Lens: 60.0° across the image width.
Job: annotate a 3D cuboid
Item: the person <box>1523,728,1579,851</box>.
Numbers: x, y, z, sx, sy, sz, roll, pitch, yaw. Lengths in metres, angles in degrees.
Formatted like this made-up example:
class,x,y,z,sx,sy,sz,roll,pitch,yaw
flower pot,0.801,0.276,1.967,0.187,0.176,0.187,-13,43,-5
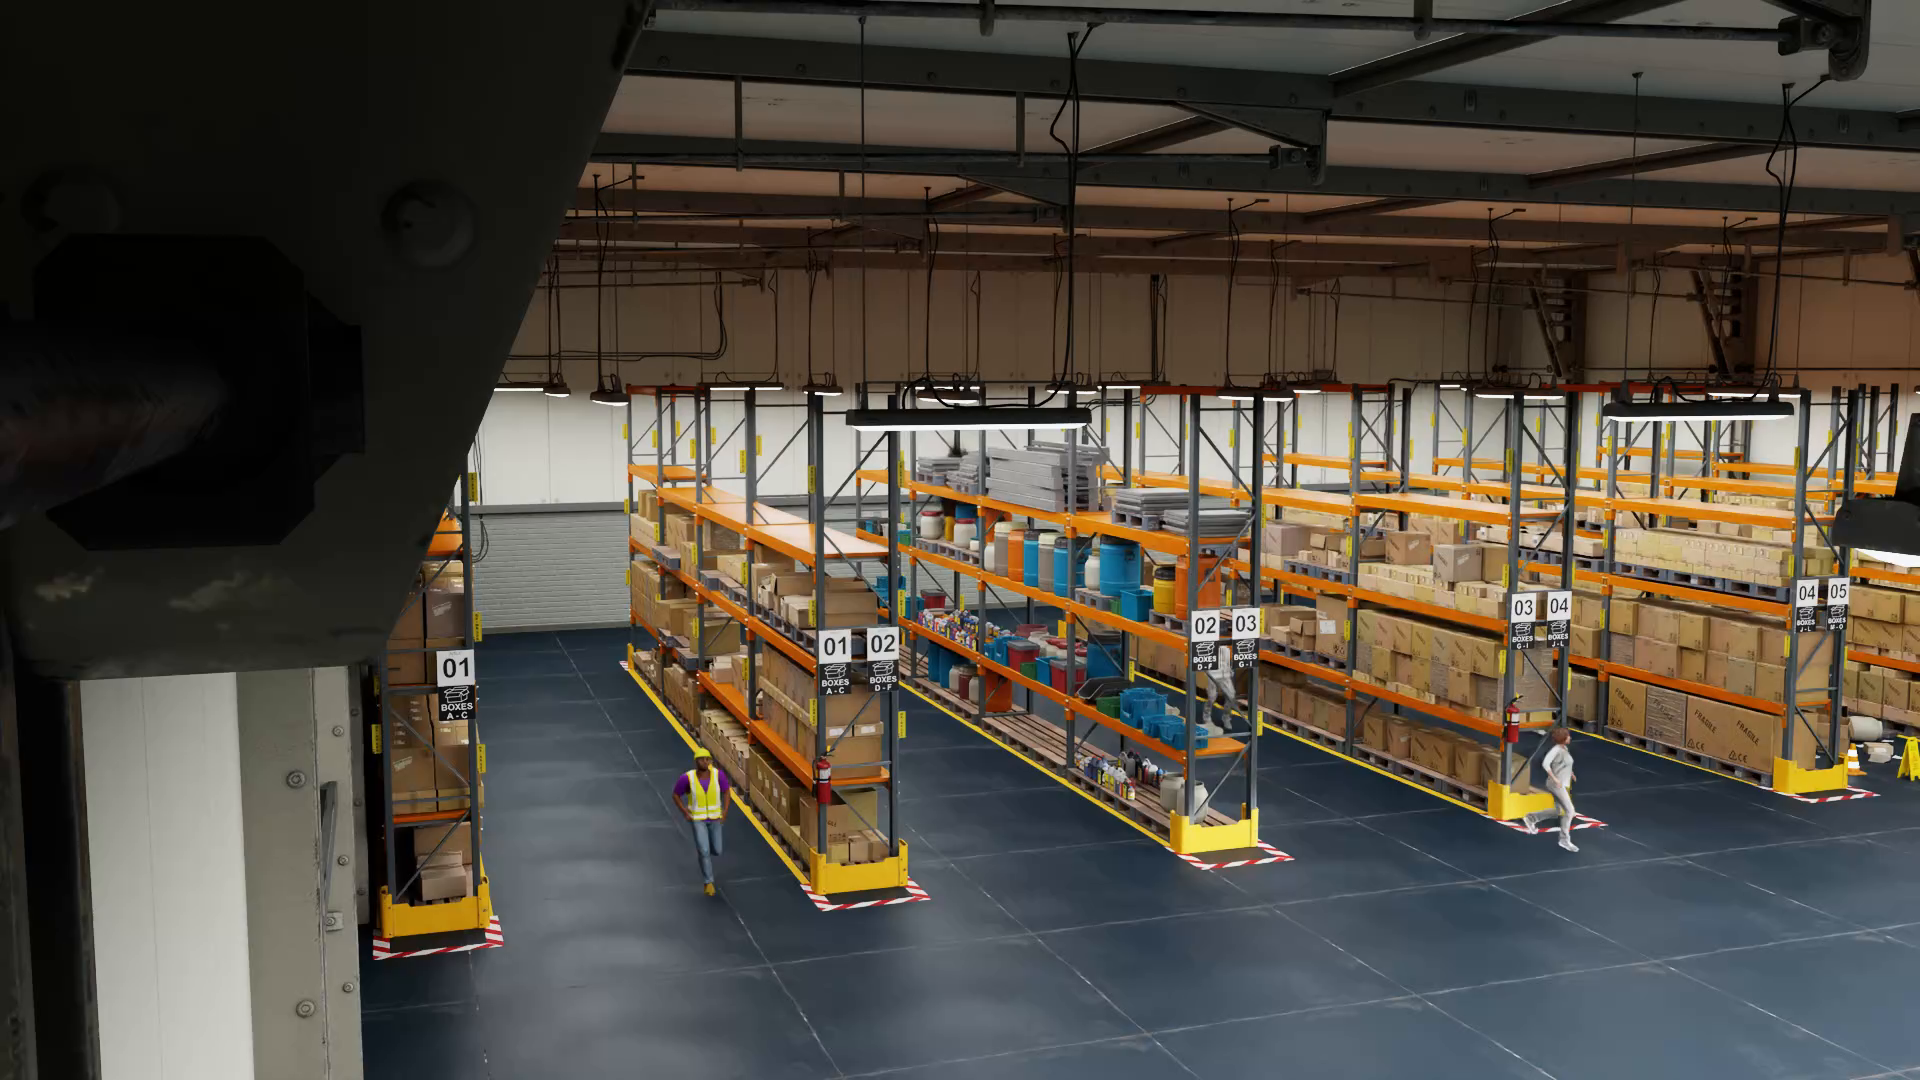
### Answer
class,x,y,z,sx,sy,sz,roll,pitch,yaw
person,7.913,3.286,22.151,0.746,1.575,0.572,3,7,30

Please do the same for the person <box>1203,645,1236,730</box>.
class,x,y,z,sx,sy,sz,roll,pitch,yaw
person,4.554,2.448,29.162,0.667,1.834,0.744,-2,6,-21

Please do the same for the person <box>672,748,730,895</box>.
class,x,y,z,sx,sy,sz,roll,pitch,yaw
person,-3.137,3.394,20.346,0.702,1.729,0.832,-3,7,-25

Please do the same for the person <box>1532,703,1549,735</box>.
class,x,y,z,sx,sy,sz,roll,pitch,yaw
person,9.988,2.535,28.975,0.579,1.641,0.731,-3,7,-26
